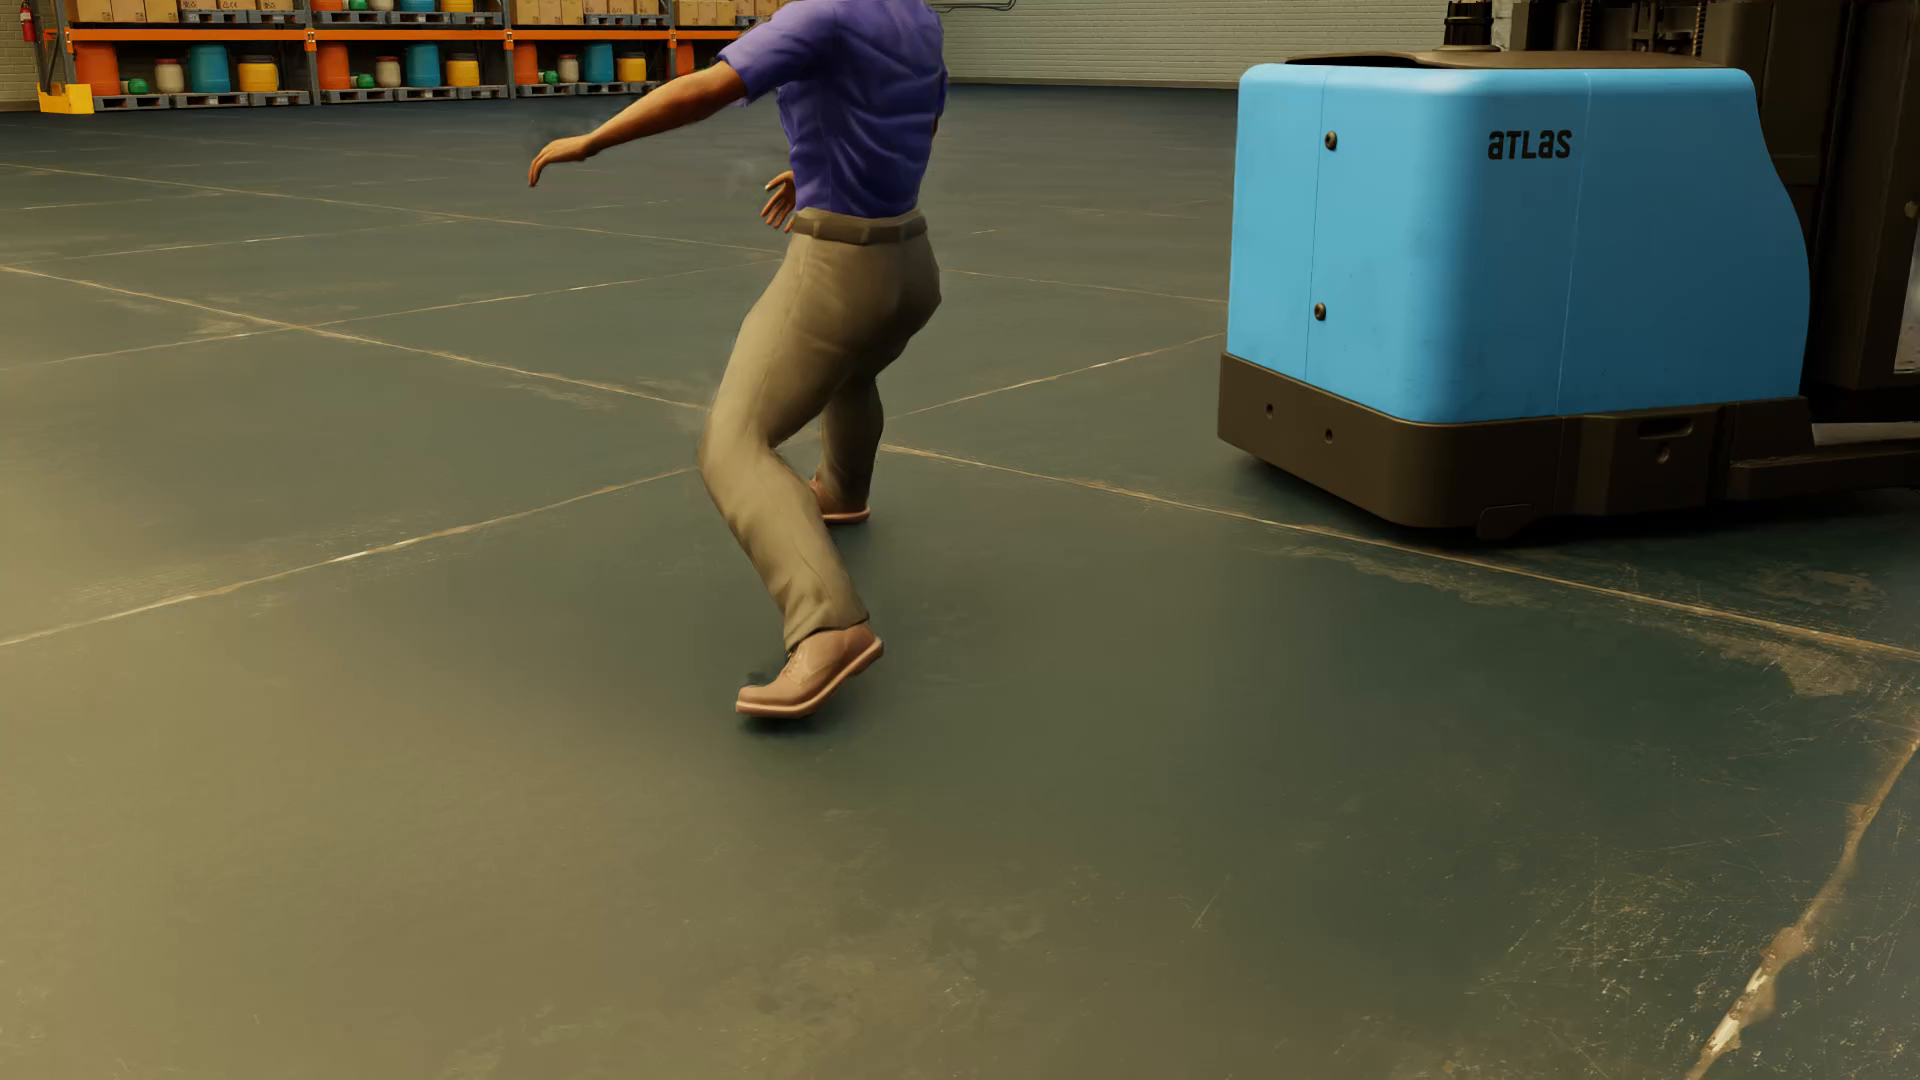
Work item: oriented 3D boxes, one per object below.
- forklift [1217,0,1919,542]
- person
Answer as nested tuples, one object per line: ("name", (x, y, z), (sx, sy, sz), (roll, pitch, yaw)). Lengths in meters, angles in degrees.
("forklift", (2.294, -1.632, 4.272), (3.031, 2.935, 1.130), (-5, 18, -17))
("person", (-0.343, -0.562, 3.296), (0.887, 1.459, 1.204), (9, 19, 28))
